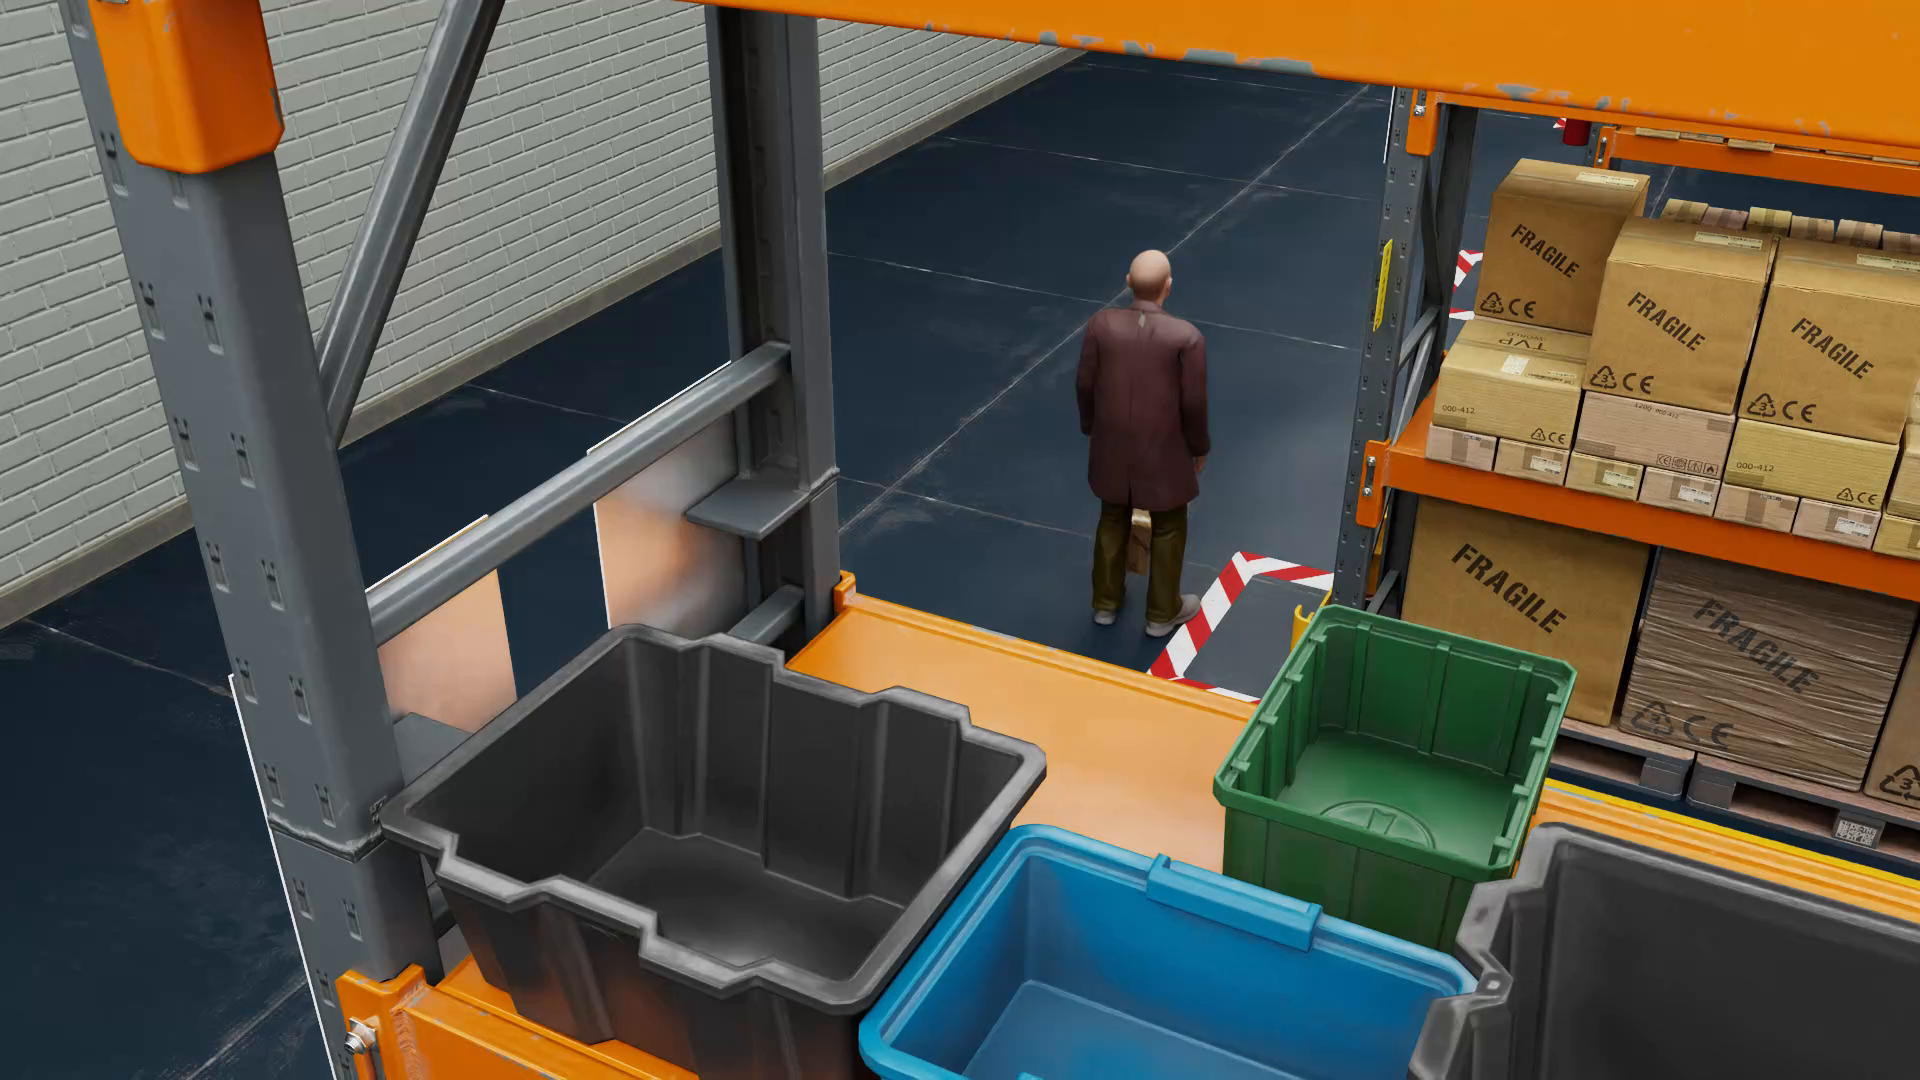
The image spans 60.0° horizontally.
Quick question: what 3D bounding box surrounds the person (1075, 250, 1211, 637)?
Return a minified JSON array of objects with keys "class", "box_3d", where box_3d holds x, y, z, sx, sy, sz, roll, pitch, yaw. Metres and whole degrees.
[{"class":"person","box_3d":[0.808,-0.420,7.380,0.607,1.775,0.425,13,32,22]}]
